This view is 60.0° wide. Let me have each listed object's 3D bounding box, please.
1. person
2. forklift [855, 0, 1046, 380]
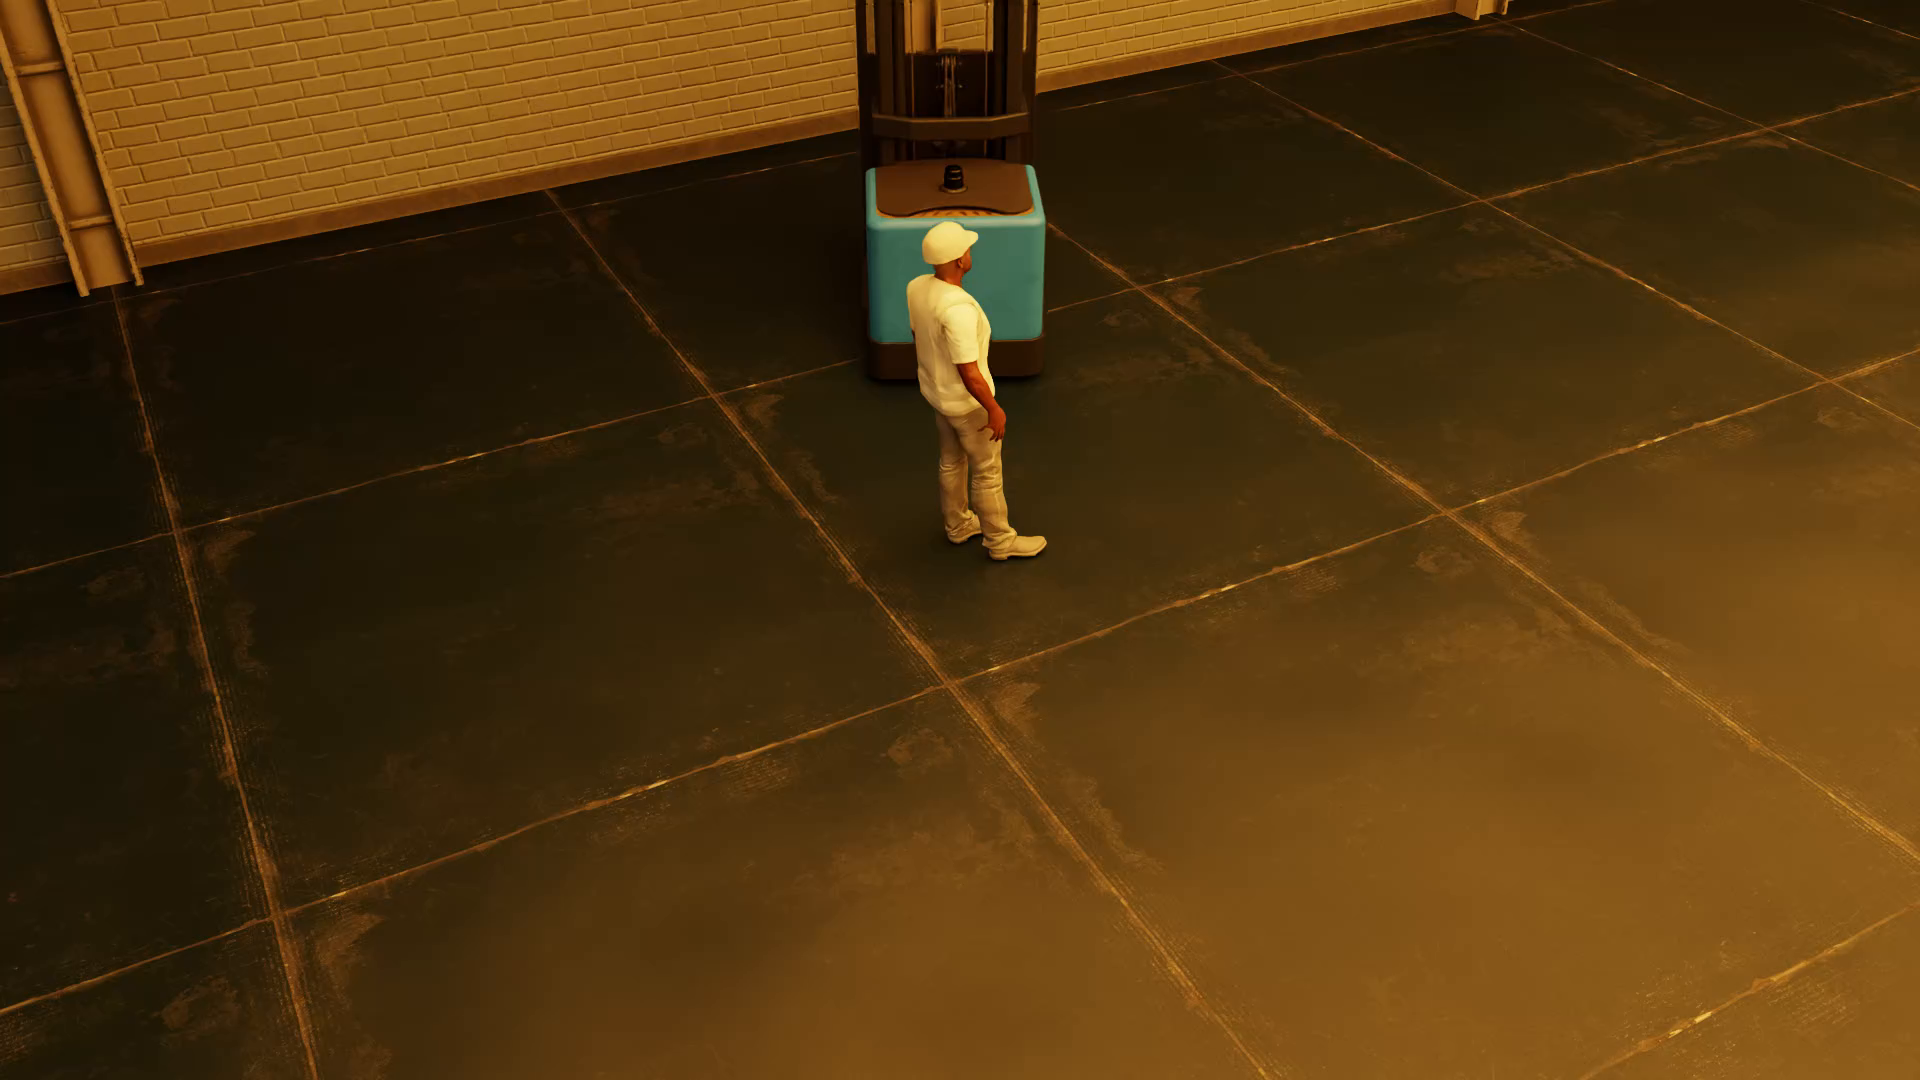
[{"bbox_3d":[0.064,-0.740,8.172,0.576,1.760,0.665,-17,39,-23],"label":"person"},{"bbox_3d":[-0.094,-2.977,10.335,1.130,2.935,3.031,-2,35,-2],"label":"forklift"}]
